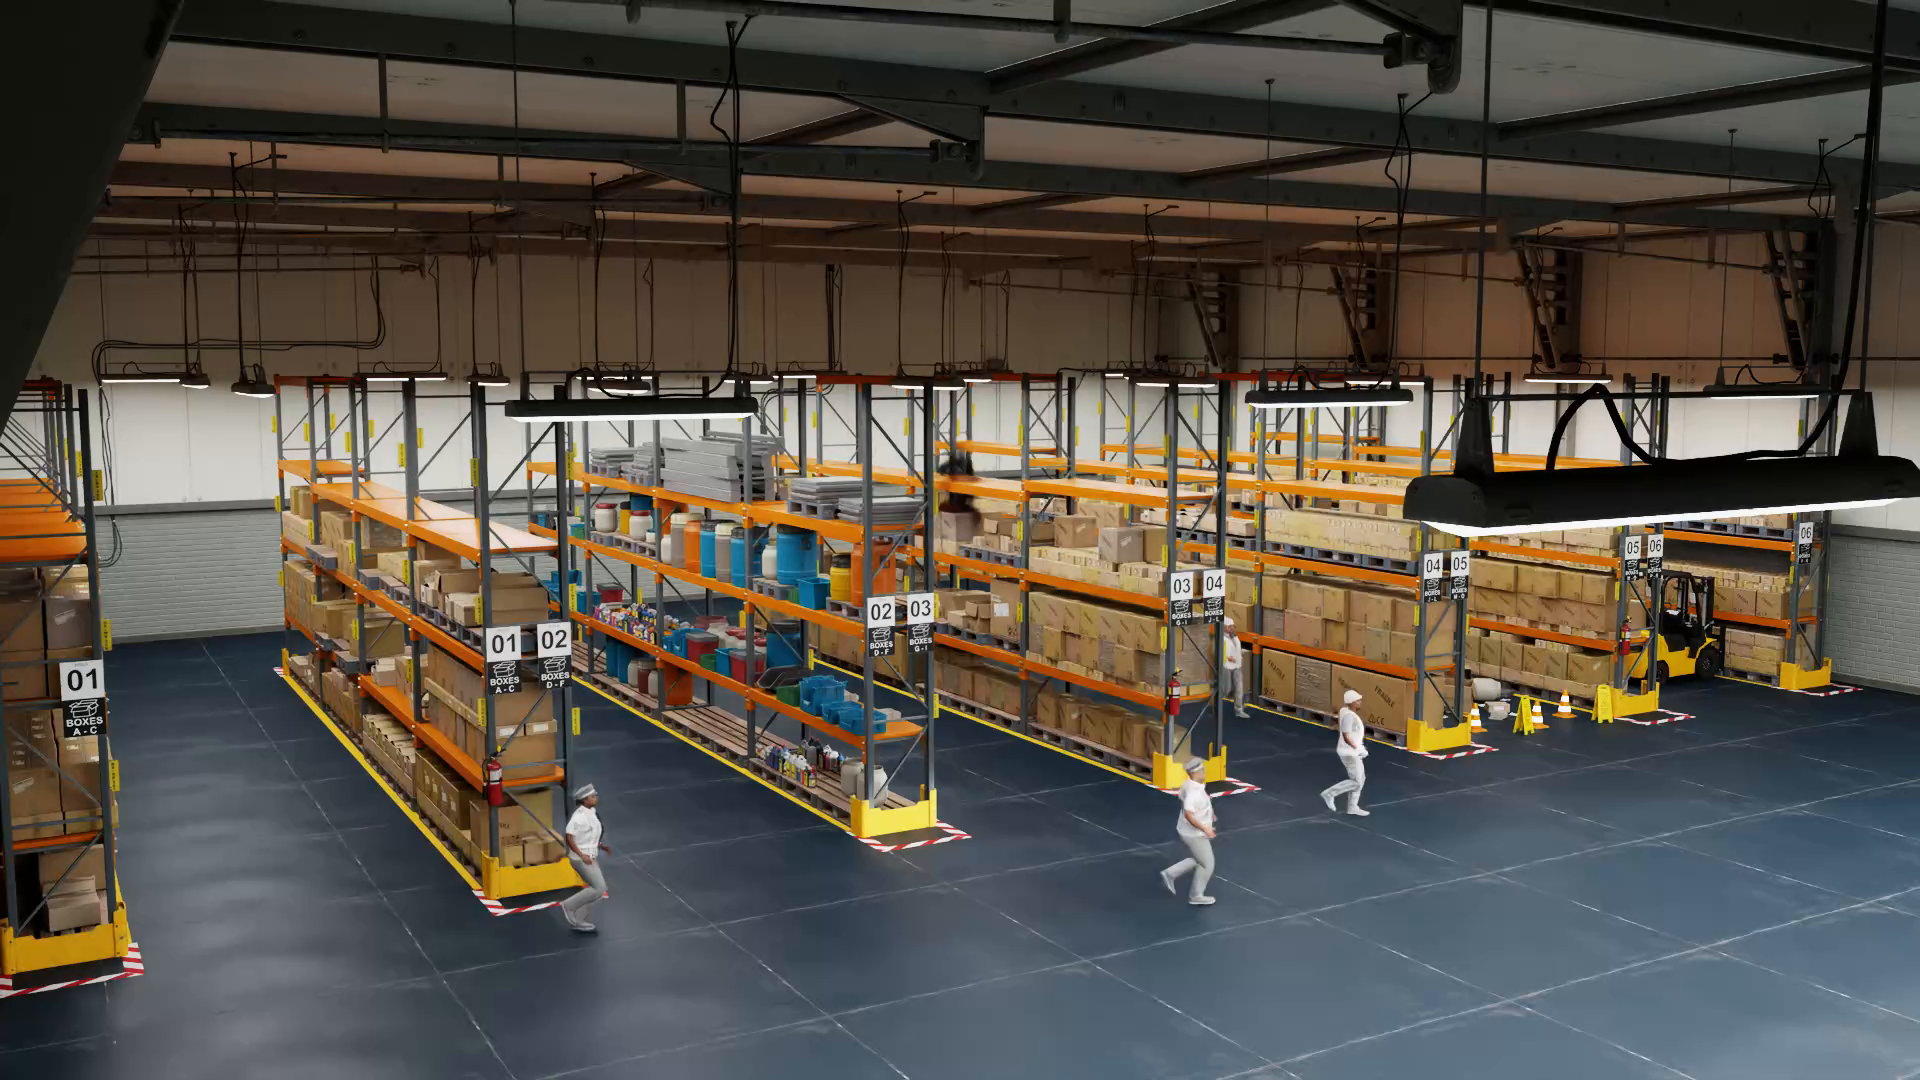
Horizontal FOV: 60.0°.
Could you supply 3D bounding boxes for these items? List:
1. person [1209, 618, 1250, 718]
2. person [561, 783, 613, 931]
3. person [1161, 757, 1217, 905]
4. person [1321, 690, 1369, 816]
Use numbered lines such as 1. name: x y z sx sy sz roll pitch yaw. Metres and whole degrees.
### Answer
1. person: 4.779 2.244 29.421 0.676 1.741 0.971 -4 7 -33
2. person: -4.148 3.507 18.469 0.522 1.626 0.577 0 6 2
3. person: 2.685 3.364 19.228 0.644 1.740 0.656 0 6 -2
4. person: 5.352 2.947 23.051 0.679 1.761 0.706 1 6 8
